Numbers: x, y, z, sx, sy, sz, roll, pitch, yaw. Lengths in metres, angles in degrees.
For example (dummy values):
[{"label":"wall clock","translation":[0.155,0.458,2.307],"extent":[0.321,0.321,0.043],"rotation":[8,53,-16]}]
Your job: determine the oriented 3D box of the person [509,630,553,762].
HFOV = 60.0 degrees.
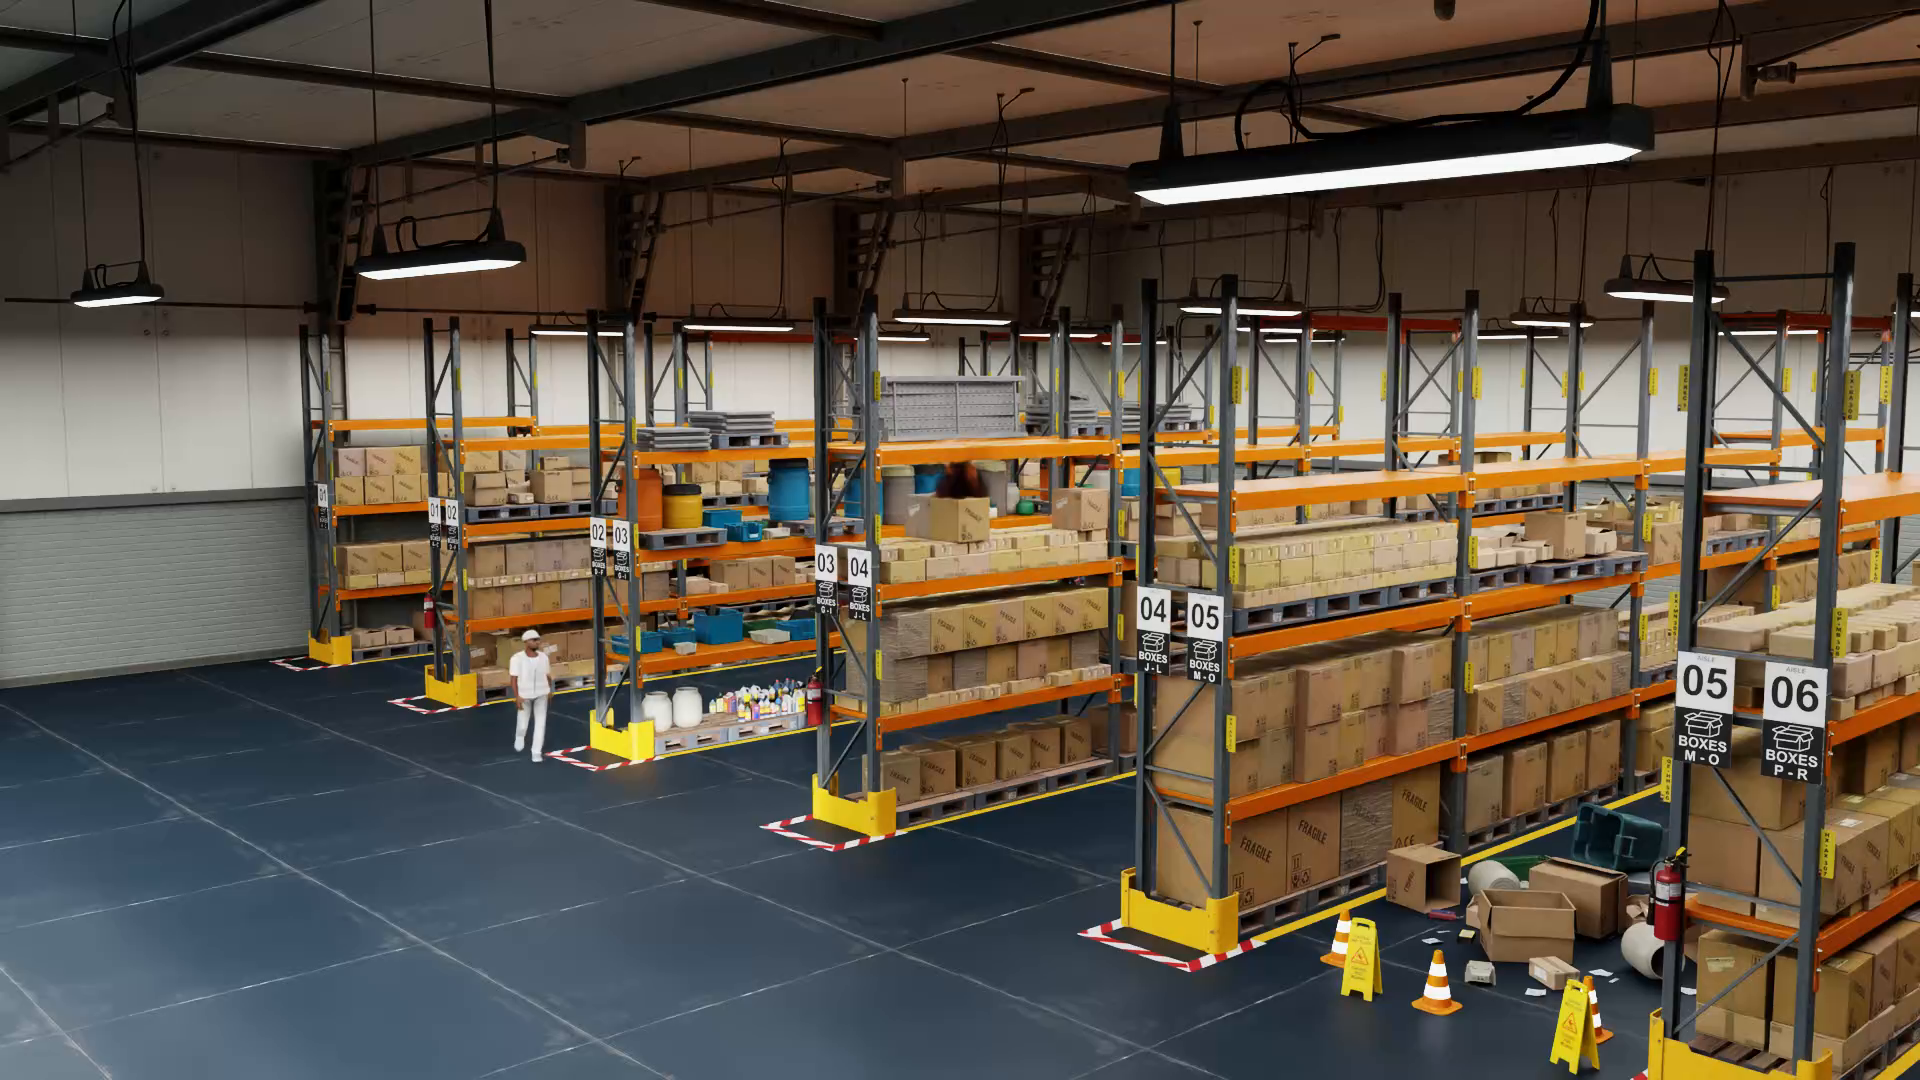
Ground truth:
[{"label":"person","translation":[-5.715,2.062,22.180],"extent":[0.562,1.730,0.742],"rotation":[-2,6,-19]}]
